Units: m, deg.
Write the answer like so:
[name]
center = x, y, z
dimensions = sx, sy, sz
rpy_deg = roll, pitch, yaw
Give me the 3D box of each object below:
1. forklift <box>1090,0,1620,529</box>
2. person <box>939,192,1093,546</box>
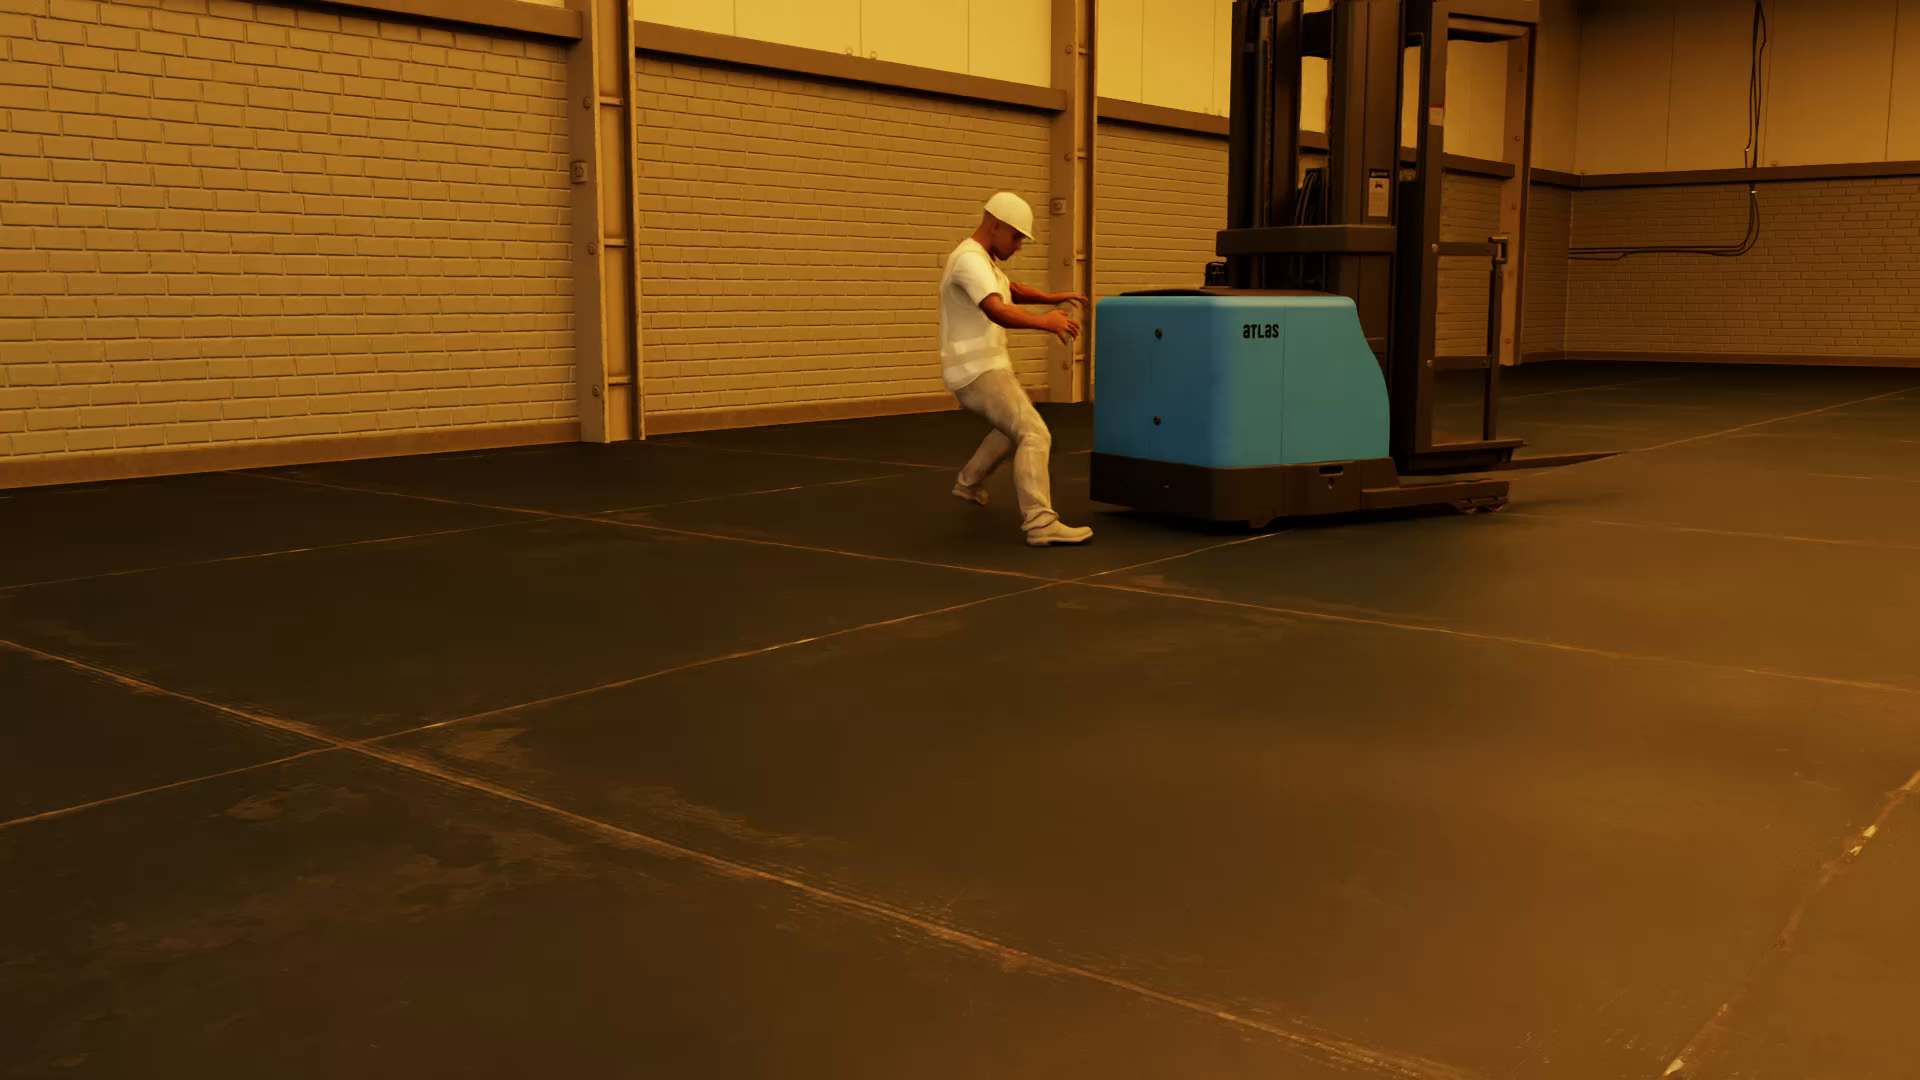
[forklift]
center = 2.170, -1.636, 8.460
dimensions = 3.031, 2.935, 1.130
rpy_deg = -5, 10, -31
[person]
center = 0.269, -0.831, 7.744
dimensions = 0.719, 1.543, 1.298
rpy_deg = 1, 8, 5
